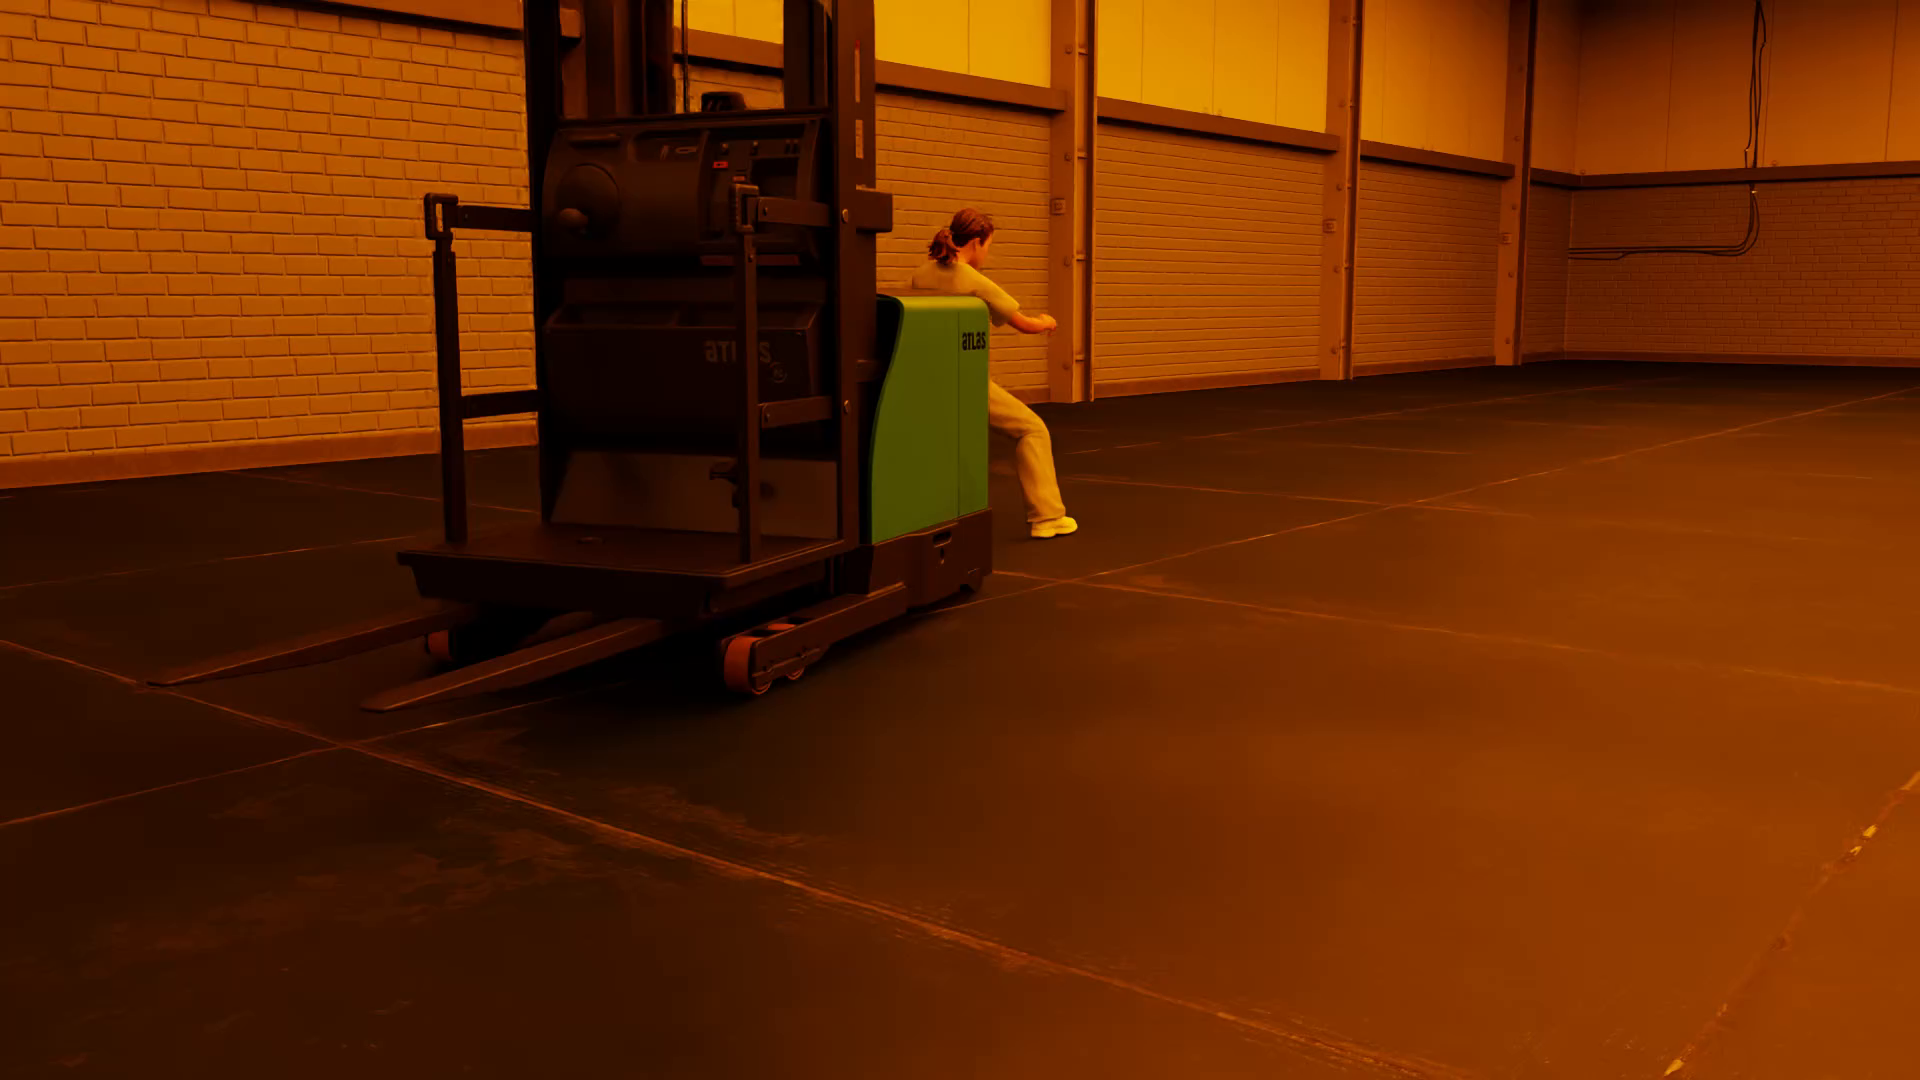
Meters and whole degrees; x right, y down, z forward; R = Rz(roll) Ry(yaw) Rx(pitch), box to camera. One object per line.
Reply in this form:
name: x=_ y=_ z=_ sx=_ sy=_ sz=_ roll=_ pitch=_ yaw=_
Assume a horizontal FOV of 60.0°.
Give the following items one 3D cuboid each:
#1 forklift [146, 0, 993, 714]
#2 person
forklift: x=-0.921 y=-1.096 z=4.775 sx=1.130 sy=2.935 sz=3.031 roll=3 pitch=9 yaw=23
person: x=0.091 y=-0.778 z=7.666 sx=0.926 sy=1.462 sz=0.691 roll=8 pitch=12 yaw=44
